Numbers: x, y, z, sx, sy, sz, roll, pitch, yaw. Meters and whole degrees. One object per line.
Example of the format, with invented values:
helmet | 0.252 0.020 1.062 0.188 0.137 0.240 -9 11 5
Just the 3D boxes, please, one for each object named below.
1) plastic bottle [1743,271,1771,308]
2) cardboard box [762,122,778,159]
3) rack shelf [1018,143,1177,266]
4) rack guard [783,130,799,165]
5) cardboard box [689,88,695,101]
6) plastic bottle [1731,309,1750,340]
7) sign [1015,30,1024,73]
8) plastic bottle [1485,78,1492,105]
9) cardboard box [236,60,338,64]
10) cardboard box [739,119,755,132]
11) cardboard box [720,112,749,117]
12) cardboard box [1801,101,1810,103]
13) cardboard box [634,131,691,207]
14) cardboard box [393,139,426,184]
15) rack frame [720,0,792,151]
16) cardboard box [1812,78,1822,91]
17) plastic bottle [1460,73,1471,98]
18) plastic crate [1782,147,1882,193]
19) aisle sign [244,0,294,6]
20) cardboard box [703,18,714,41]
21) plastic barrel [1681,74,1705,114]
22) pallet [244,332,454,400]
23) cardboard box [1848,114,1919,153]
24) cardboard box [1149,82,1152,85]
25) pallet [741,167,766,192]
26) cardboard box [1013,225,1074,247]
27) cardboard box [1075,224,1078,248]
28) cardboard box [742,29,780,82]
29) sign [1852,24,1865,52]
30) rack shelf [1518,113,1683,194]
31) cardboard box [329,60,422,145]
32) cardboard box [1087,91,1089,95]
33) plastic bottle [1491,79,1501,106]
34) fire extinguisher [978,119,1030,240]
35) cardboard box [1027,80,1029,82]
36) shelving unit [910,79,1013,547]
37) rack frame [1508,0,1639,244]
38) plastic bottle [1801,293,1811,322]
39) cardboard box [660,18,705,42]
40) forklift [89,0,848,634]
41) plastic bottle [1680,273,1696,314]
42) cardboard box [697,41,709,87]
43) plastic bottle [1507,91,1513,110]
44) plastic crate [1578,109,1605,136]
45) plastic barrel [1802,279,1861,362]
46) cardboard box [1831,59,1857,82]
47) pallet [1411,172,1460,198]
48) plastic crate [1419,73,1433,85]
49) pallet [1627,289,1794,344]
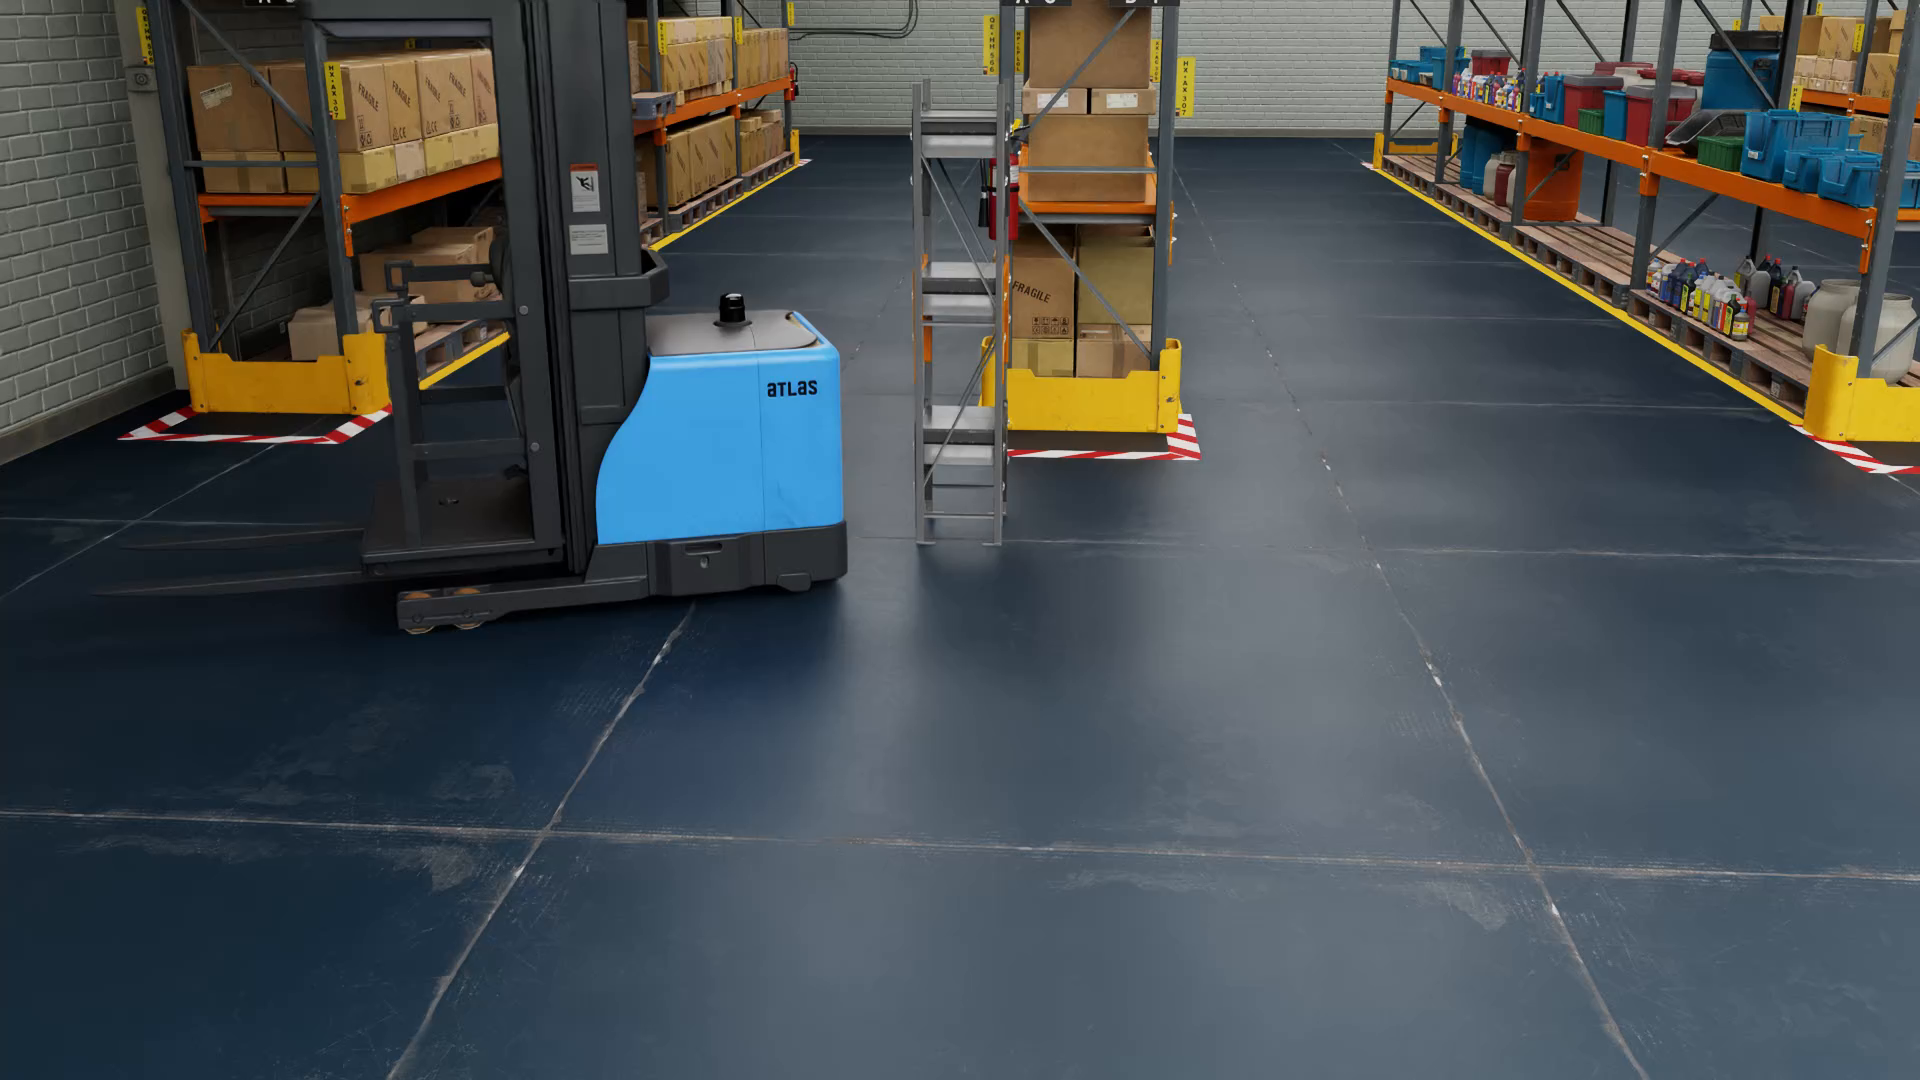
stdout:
plastic bottle | 6.028 -1.906 12.590 0.152 0.276 0.135 1 18 4
cardboard box | -3.057 -5.846 24.288 0.700 0.500 0.500 1 18 4
rack shelf | 0.866 -2.410 11.617 1.077 0.370 4.000 1 18 4
rack guard | -3.069 -6.029 25.521 1.175 0.500 0.348 1 18 4
cardboard box | -3.291 -5.189 19.313 0.380 0.149 0.250 1 18 4
plastic bottle | 5.358 -1.479 11.406 0.097 0.201 0.097 0 18 0
sign | 0.468 -3.895 13.261 0.100 0.325 0.005 1 18 4
plastic bottle | 5.945 -5.038 18.667 0.061 0.283 0.133 1 18 4
cardboard box | -4.350 -2.842 10.785 0.500 0.500 0.500 2 18 5
cardboard box | -2.995 -5.620 22.554 0.380 0.149 0.250 2 18 6
cardboard box | -3.266 -6.118 24.076 0.380 0.149 0.250 1 18 4
cardboard box | 11.719 -5.585 22.887 0.875 0.875 0.875 1 18 4
cardboard box | -3.461 -4.129 18.484 0.750 0.750 0.750 1 18 3
cardboard box | -3.844 -2.485 10.898 0.500 0.250 0.500 1 18 2
rack frame | -3.071 -7.210 25.109 1.000 3.000 0.127 1 18 4
cardboard box | 11.214 -5.858 21.387 0.380 0.149 0.250 2 18 5
plastic bottle | 6.084 -5.438 19.902 0.152 0.276 0.135 1 18 4
plastic crate | 5.453 -2.312 10.402 0.499 0.251 0.408 1 18 4
aisle sign | -3.924 -3.447 9.450 0.394 0.787 0.004 1 18 4
cardboard box | -3.219 -6.054 19.708 0.500 0.250 0.500 2 18 5
plastic barrel | 6.237 -3.618 13.931 0.433 0.535 0.433 0 18 0
pallet | -4.119 -1.191 11.217 1.003 0.211 1.213 1 18 4
cardboard box | 11.438 -4.626 19.963 1.225 0.875 0.875 1 18 4
cardboard box | 1.001 -2.763 10.337 0.380 0.149 0.250 1 18 4
pallet | -3.225 -4.877 22.467 1.003 0.211 1.213 1 18 4
cardboard box | 0.522 -1.864 11.333 0.500 0.500 0.500 1 18 4
cardboard box | 0.753 -2.665 14.080 0.500 0.311 0.500 1 18 4
cardboard box | -3.139 -6.967 23.888 0.980 0.700 0.700 1 18 3
sign | 10.910 -6.097 20.194 0.100 0.325 0.005 1 18 4
rack shelf | 6.093 -3.541 15.068 1.077 0.370 4.000 1 18 4
cardboard box | -3.839 -2.830 10.747 0.500 0.500 0.500 1 18 4
cardboard box | 0.913 -2.963 11.989 0.700 0.500 0.500 2 18 5
plastic bottle | 5.922 -4.939 18.365 0.061 0.283 0.133 1 18 4
fire extinguisher | 0.251 -2.068 9.541 0.296 0.674 0.183 1 18 4
cardboard box | 0.616 -2.849 10.597 0.380 0.149 0.250 2 18 5
shelving unit | 0.012 -1.049 7.753 0.431 2.100 0.503 1 18 4
rack frame | 6.237 -4.504 16.851 1.000 3.000 0.127 1 18 4
plastic bottle | 6.158 -1.687 12.041 0.097 0.201 0.097 0 18 0
cardboard box | -3.255 -5.896 19.225 0.500 0.250 0.500 1 18 3
forklift | -2.067 -1.193 6.857 3.031 2.935 1.130 -5 19 -15
plastic bottle | 5.411 -1.829 12.345 0.061 0.283 0.133 2 18 6
cardboard box | -3.242 -5.547 19.364 0.500 0.500 0.500 2 18 5
plastic bottle | 5.890 -4.682 17.714 0.097 0.201 0.097 0 18 0
plastic crate | 5.793 -3.708 14.763 0.450 0.188 0.662 1 18 4
plastic barrel | 5.670 -1.398 10.695 0.421 0.512 0.421 0 18 0
cardboard box | 11.234 -5.849 20.719 0.500 0.250 0.500 1 18 3
pallet | 6.538 -4.650 21.776 1.003 0.211 1.213 1 18 4
plastic crate | 6.349 -6.197 22.345 0.293 0.136 0.466 1 18 4
pallet | 5.860 -1.729 12.860 1.003 0.211 1.213 1 18 4
